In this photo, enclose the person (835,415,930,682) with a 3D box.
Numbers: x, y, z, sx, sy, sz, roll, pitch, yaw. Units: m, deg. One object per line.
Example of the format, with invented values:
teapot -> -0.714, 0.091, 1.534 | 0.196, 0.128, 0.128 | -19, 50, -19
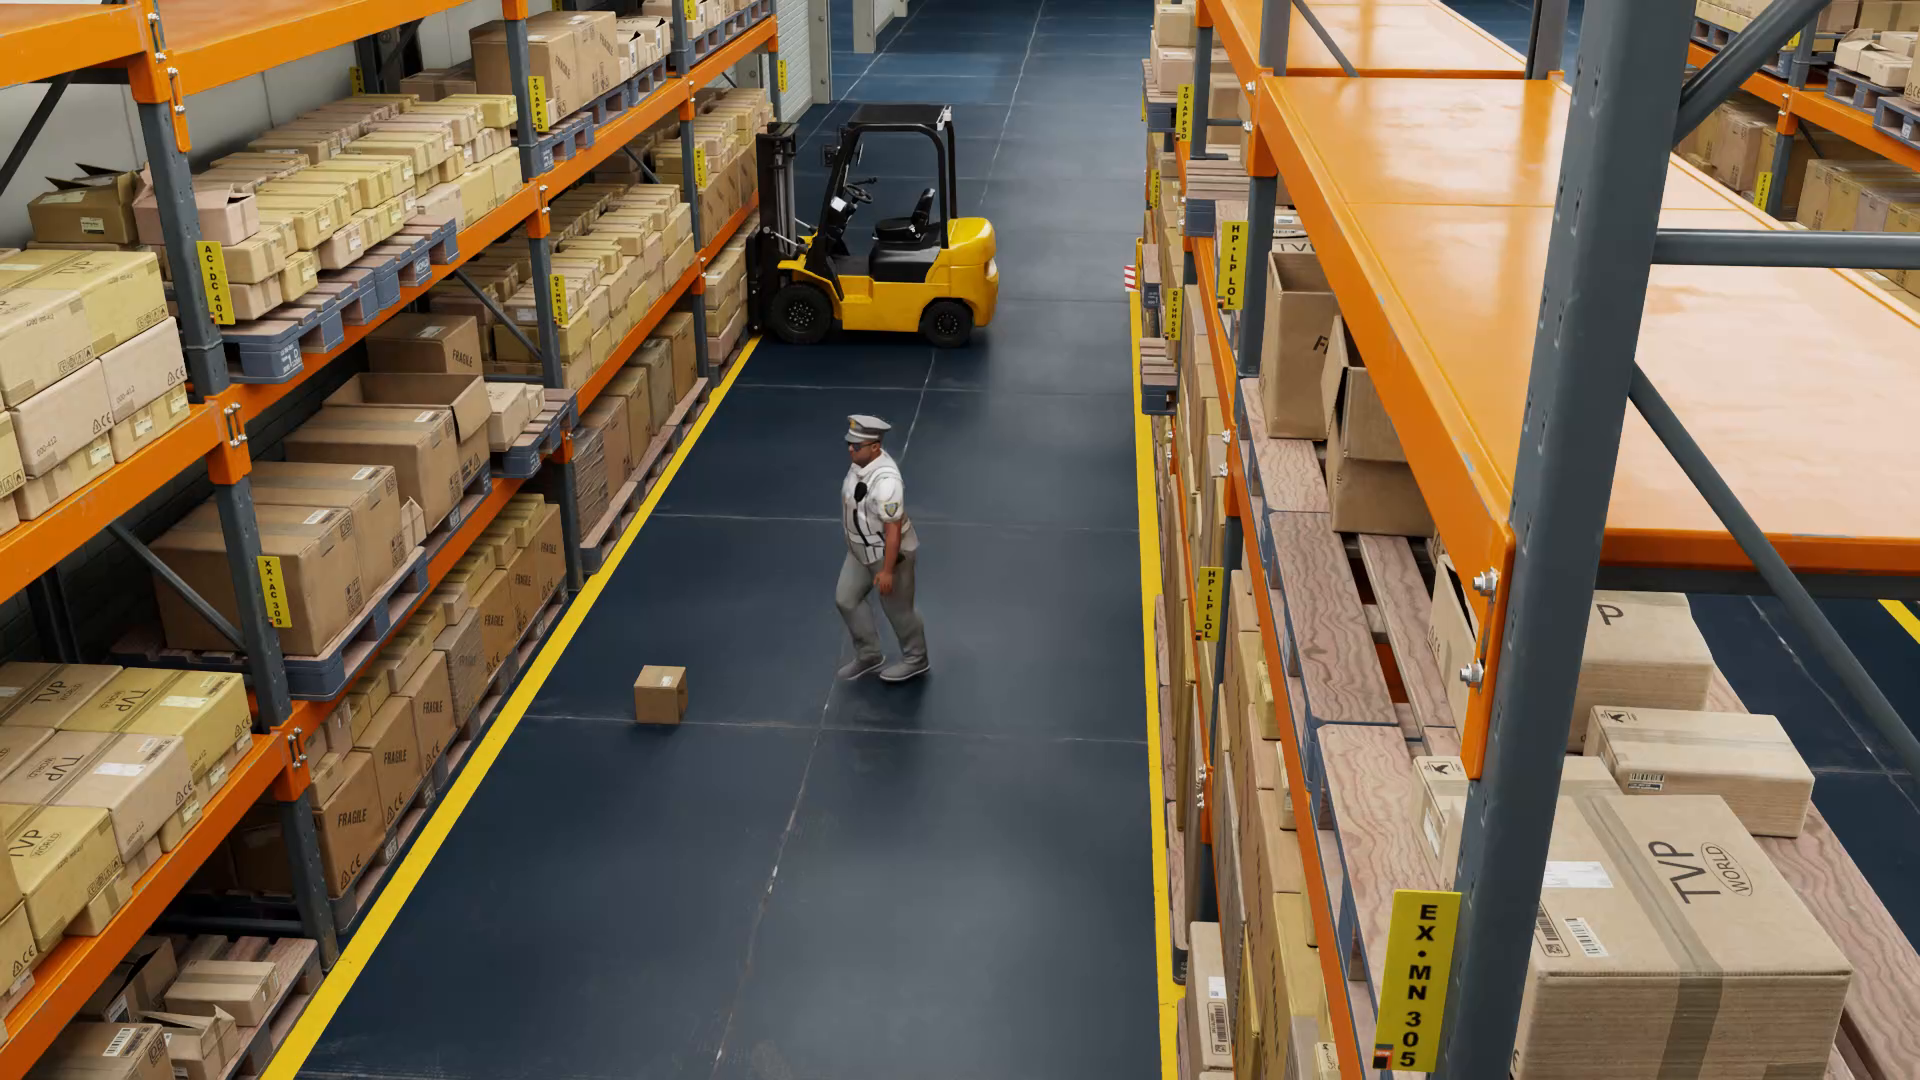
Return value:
person -> -0.436, 0.080, 9.841 | 0.535, 1.800, 0.568 | -12, 27, -25
